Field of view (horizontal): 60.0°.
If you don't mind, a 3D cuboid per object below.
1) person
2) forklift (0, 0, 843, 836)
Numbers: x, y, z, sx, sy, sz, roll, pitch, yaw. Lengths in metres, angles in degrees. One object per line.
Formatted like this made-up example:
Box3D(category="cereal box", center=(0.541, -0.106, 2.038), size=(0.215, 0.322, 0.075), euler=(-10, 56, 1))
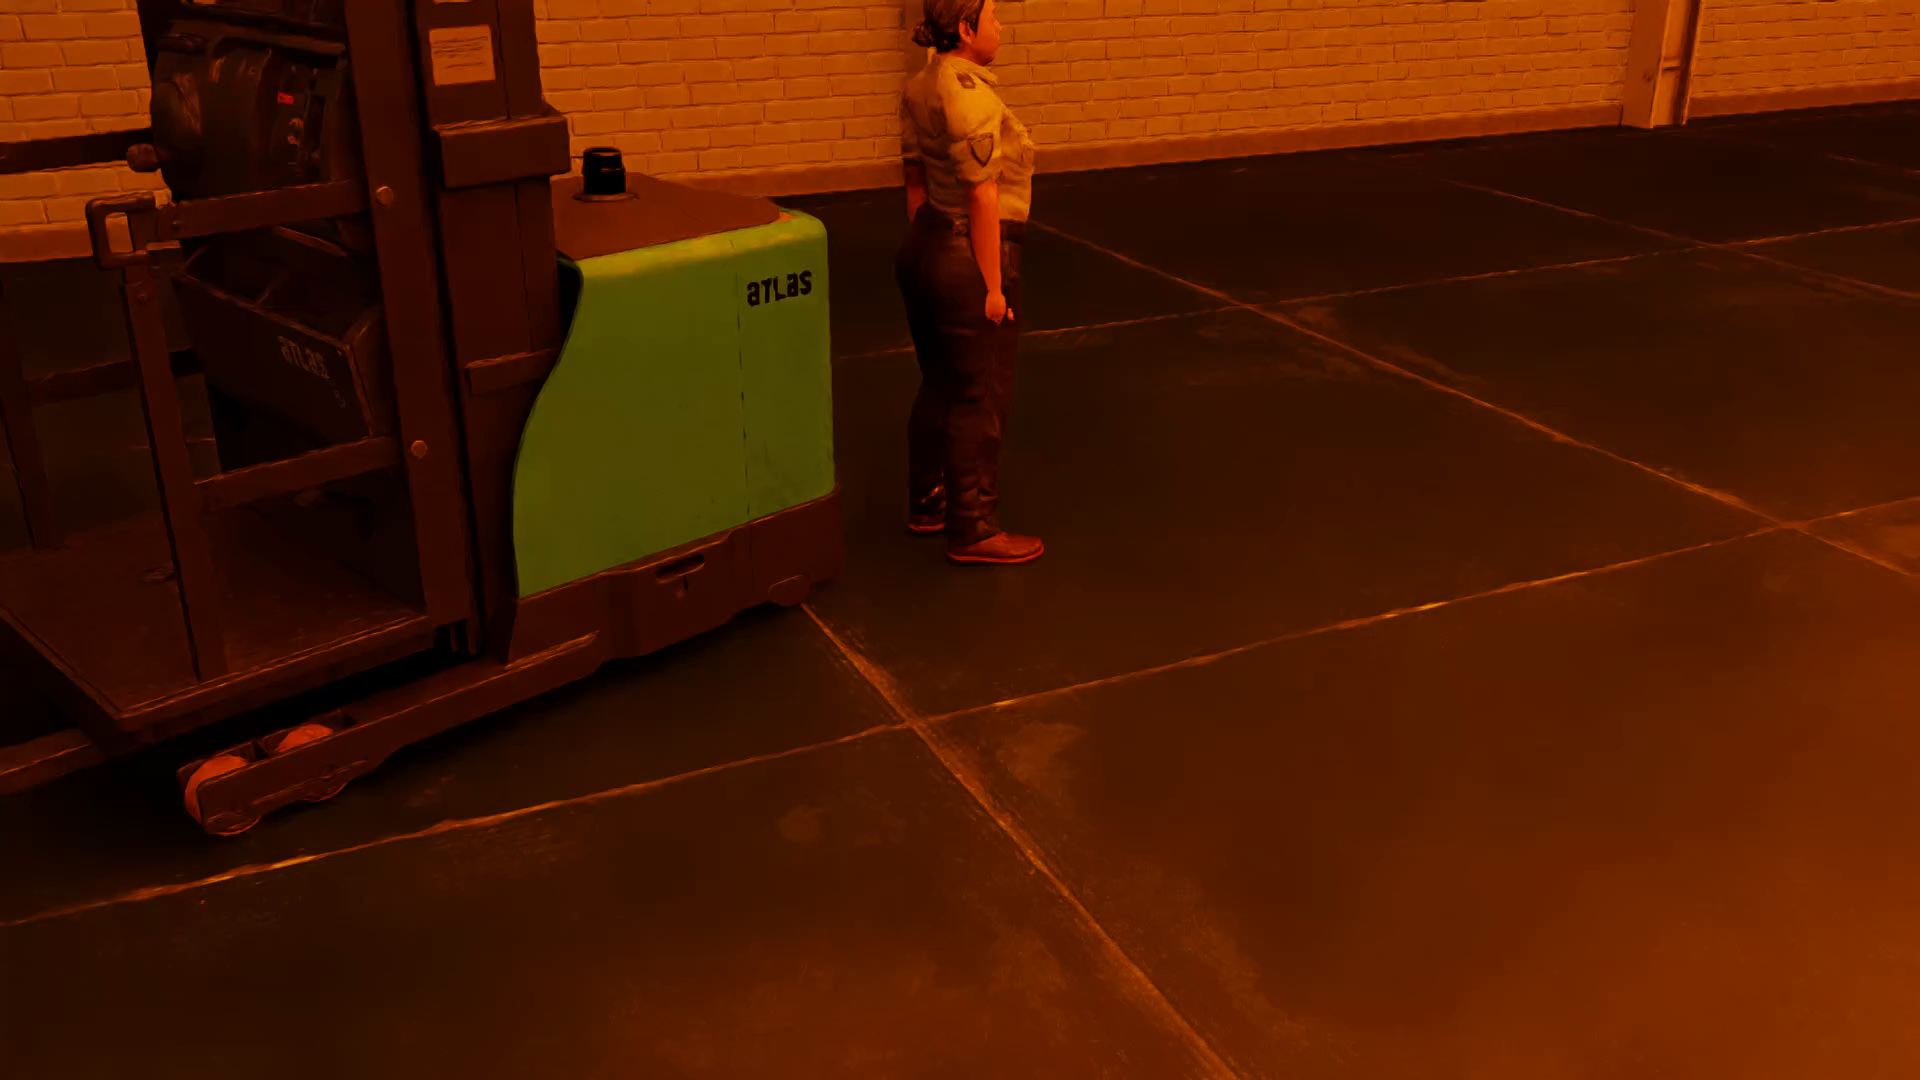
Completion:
Box3D(category="person", center=(0.017, -0.759, 4.791), size=(0.349, 1.653, 0.480), euler=(-10, 25, -23))
Box3D(category="forklift", center=(-1.730, -0.942, 3.554), size=(1.130, 2.935, 3.031), euler=(21, 30, 41))
